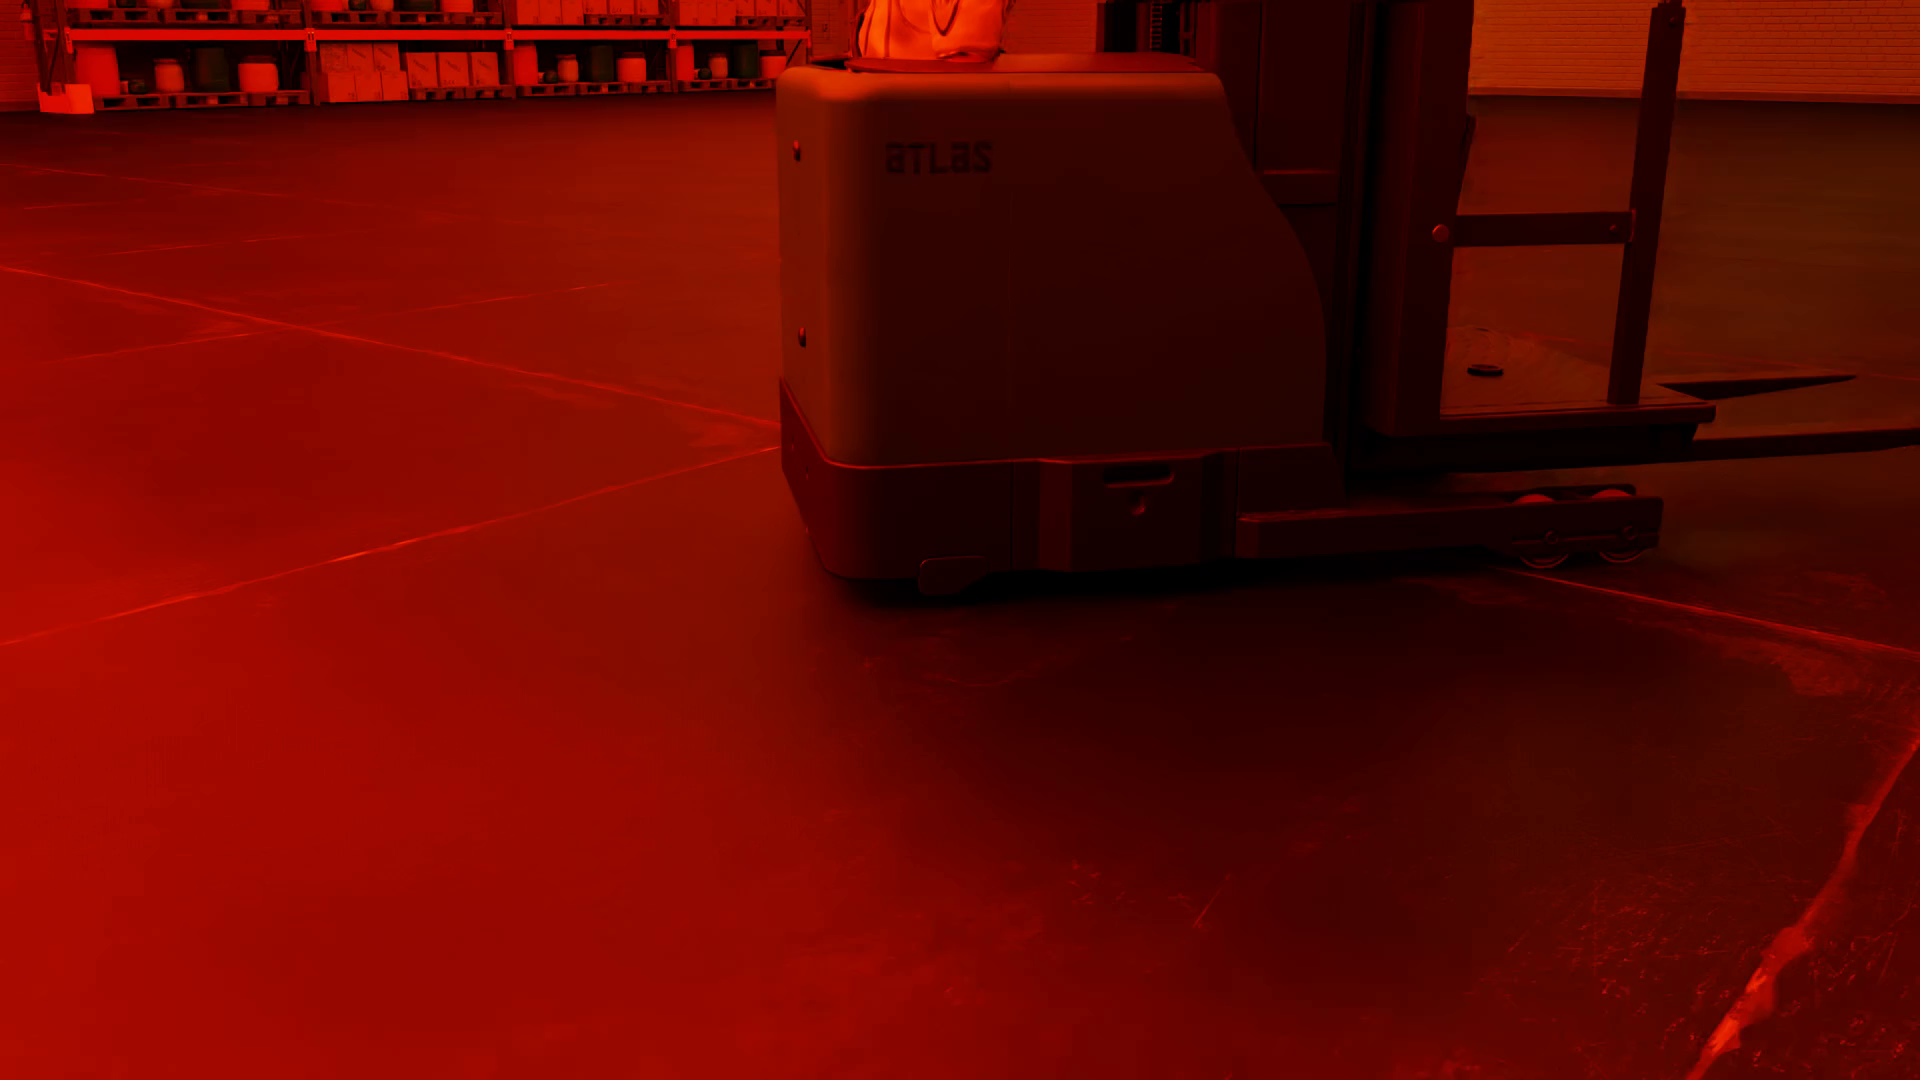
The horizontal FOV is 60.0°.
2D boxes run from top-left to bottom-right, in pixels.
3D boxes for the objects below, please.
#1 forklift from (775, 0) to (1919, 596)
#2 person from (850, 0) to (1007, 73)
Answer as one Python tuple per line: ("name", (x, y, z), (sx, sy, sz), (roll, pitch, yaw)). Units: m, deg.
("forklift", (1.112, -1.484, 3.785), (3.031, 2.935, 1.130), (-3, 17, -11))
("person", (-0.126, -0.761, 3.695), (0.479, 1.605, 0.685), (-2, 17, -6))
